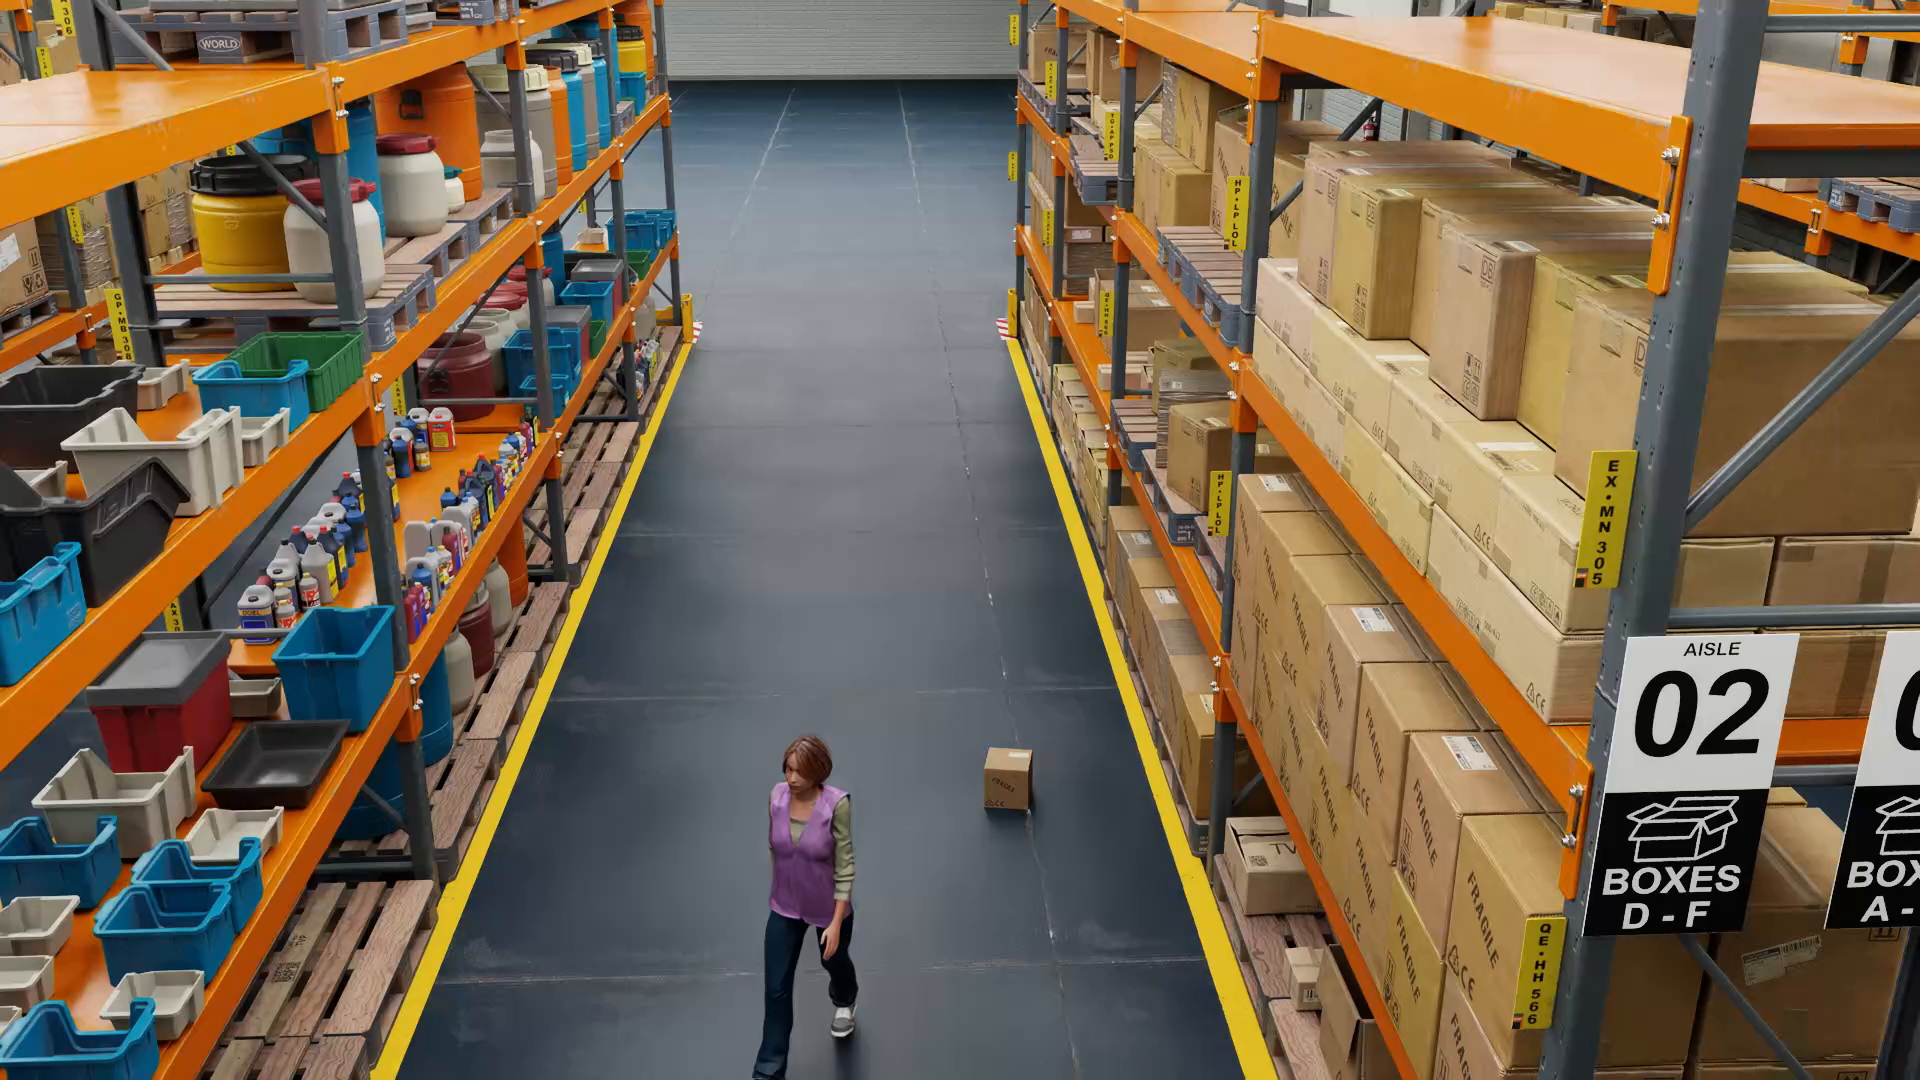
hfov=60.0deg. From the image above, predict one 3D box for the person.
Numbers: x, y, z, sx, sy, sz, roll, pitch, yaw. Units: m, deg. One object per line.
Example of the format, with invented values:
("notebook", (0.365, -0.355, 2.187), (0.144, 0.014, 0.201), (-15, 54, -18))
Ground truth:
("person", (-0.641, 1.563, 6.932), (0.426, 1.538, 0.937), (5, 21, 12))
